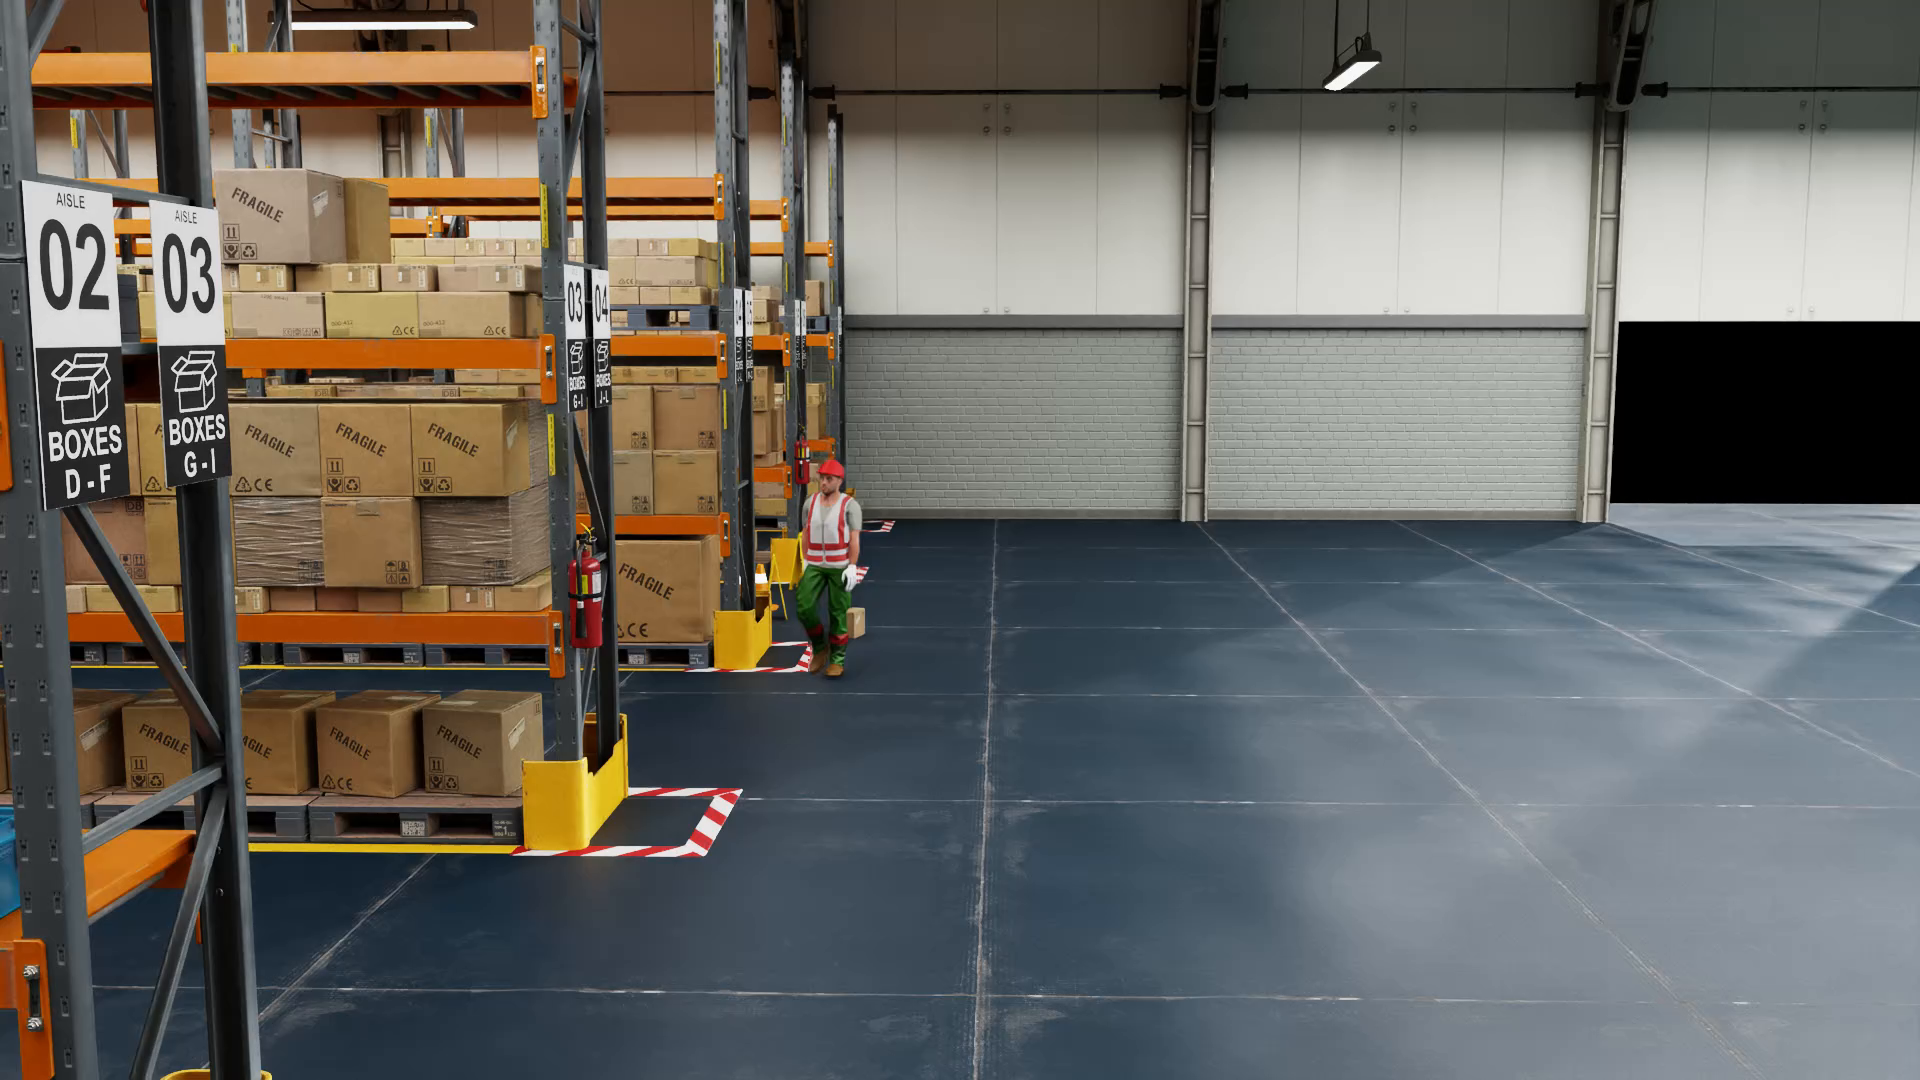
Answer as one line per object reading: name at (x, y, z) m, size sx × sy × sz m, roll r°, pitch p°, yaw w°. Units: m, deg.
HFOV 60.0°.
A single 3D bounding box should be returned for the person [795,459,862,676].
person at (-1.076, 0.236, 13.612) m, size 0.542 × 1.793 × 0.451 m, roll 2°, pitch 7°, yaw 14°
